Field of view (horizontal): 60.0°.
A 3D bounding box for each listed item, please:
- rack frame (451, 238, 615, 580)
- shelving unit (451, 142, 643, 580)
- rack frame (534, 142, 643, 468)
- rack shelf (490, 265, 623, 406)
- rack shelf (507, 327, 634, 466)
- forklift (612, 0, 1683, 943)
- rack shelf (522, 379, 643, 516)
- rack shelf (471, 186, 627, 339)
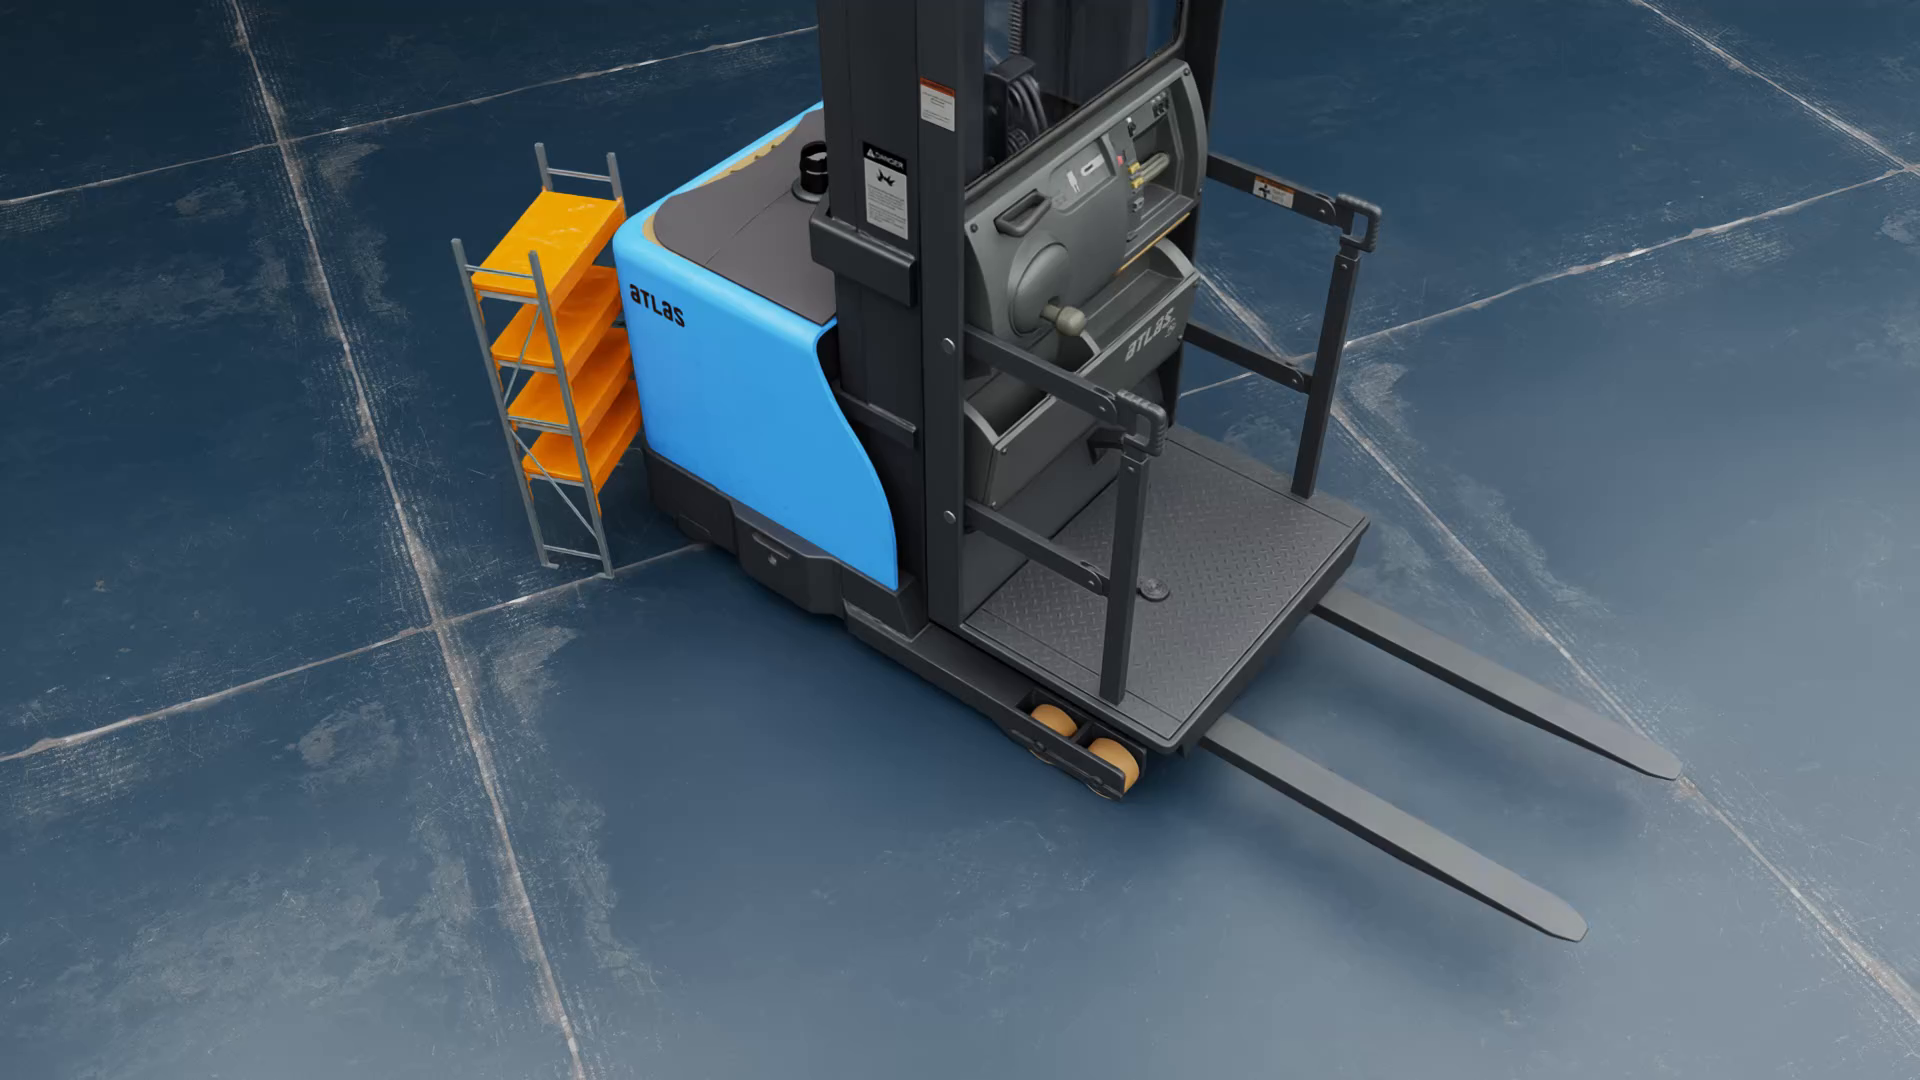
[{"bbox_3d":[-1.195,-0.332,4.728,0.240,1.200,0.015,10,45,12],"label":"rack frame"},{"bbox_3d":[-1.129,-0.497,4.895,0.258,1.200,0.503,10,45,12],"label":"shelving unit"},{"bbox_3d":[-1.064,-0.662,5.063,0.240,1.200,0.015,10,45,12],"label":"rack frame"},{"bbox_3d":[-1.133,-0.609,4.786,0.258,0.148,0.480,10,45,12],"label":"rack shelf"},{"bbox_3d":[-1.128,-0.449,4.942,0.258,0.148,0.480,10,45,12],"label":"rack shelf"},{"bbox_3d":[0.489,-0.765,3.939,3.031,2.935,1.130,29,51,26],"label":"forklift"},{"bbox_3d":[-1.124,-0.307,5.081,0.258,0.148,0.480,10,45,12],"label":"rack shelf"},{"bbox_3d":[-1.138,-0.779,4.621,0.258,0.148,0.480,10,45,12],"label":"rack shelf"}]
